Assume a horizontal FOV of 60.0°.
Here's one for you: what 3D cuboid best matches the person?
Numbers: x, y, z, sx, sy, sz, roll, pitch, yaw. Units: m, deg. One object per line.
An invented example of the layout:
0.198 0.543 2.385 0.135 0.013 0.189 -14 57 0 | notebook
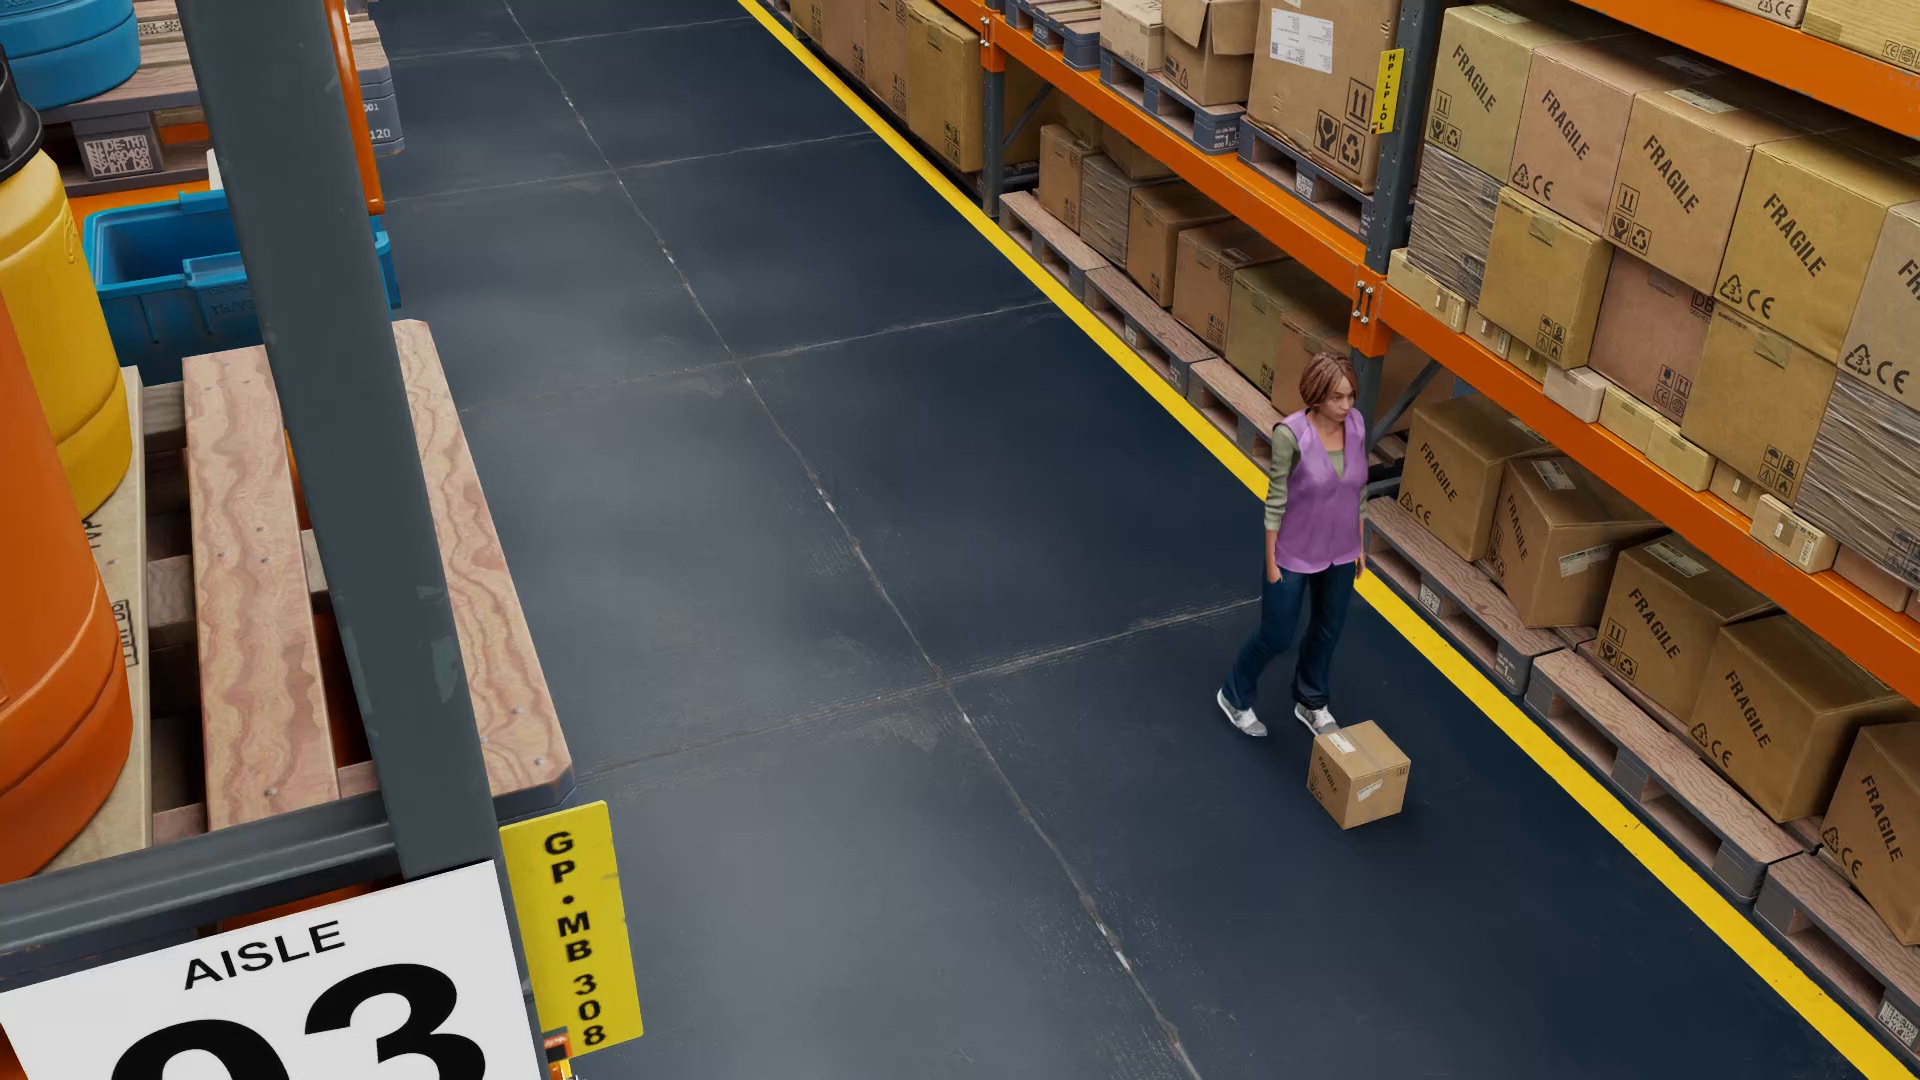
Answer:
1.283 0.074 6.070 0.442 1.637 0.415 -13 36 -18 | person
